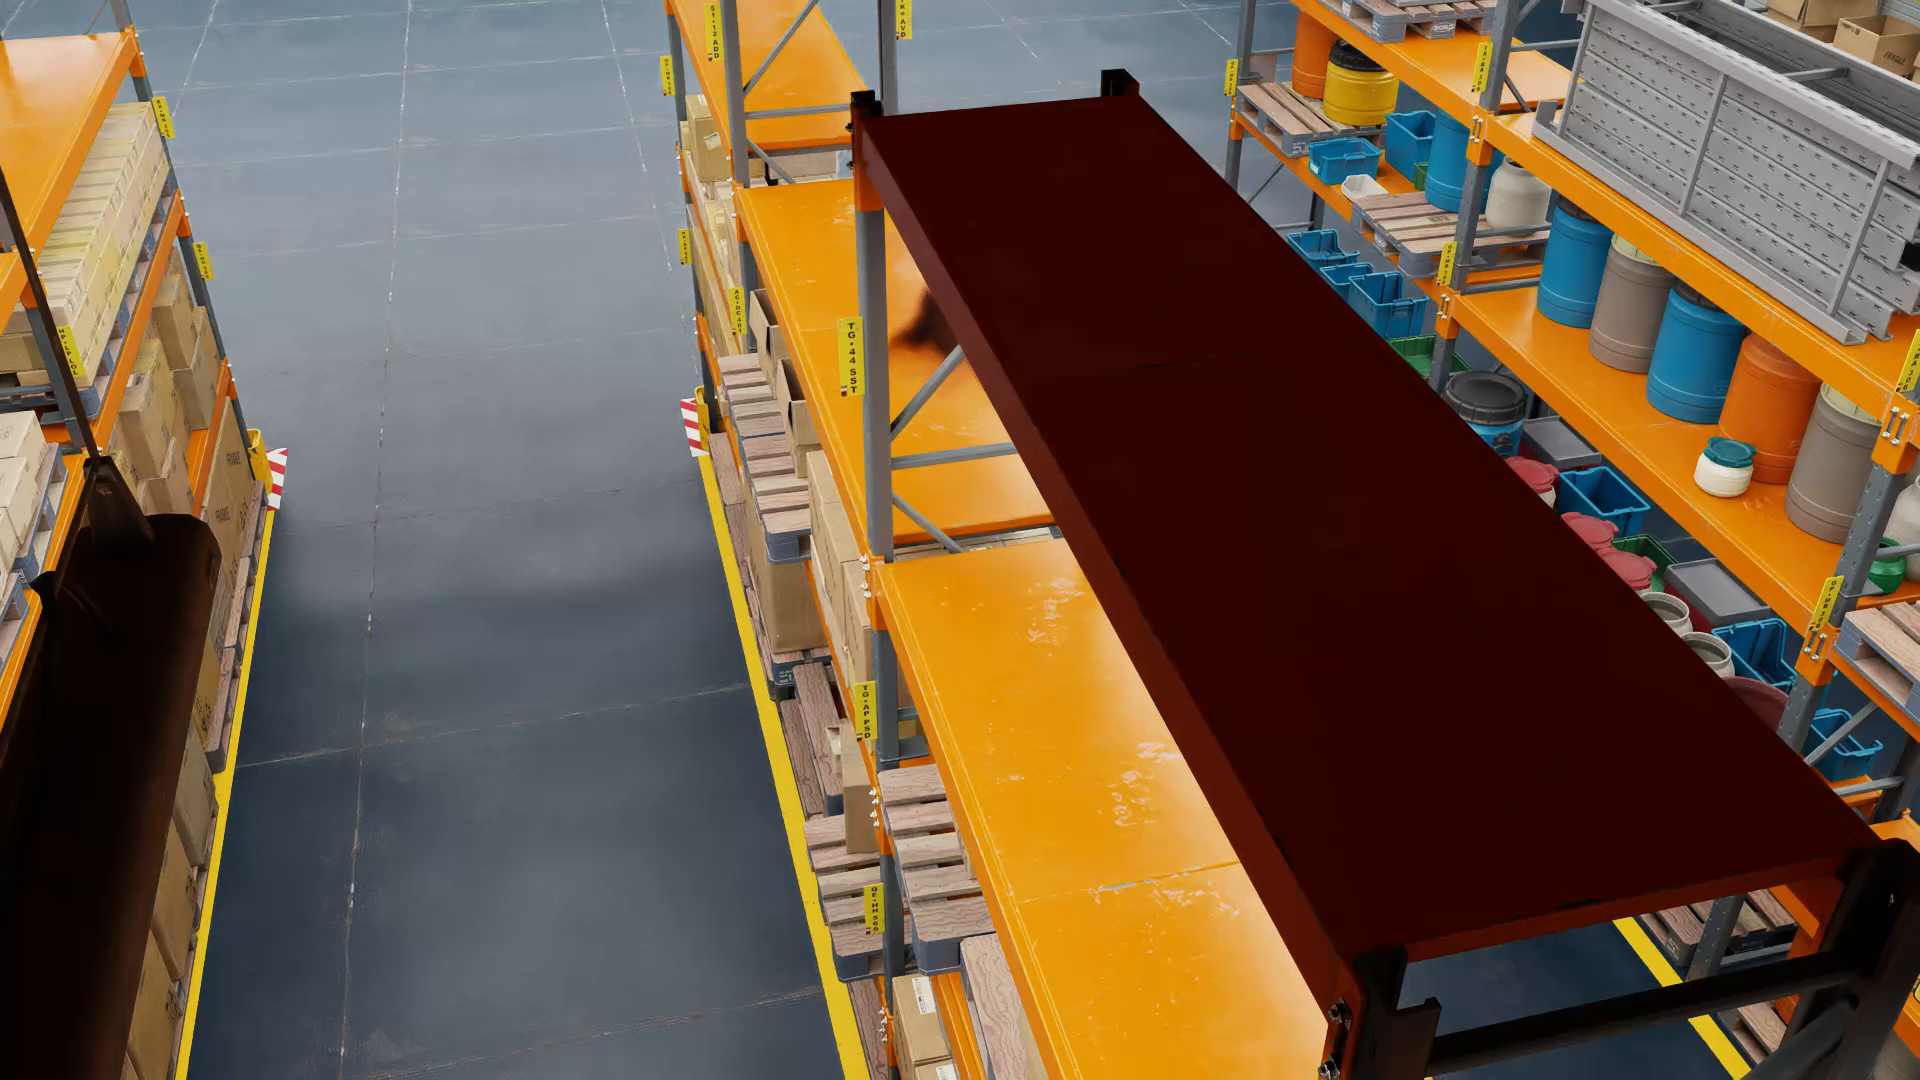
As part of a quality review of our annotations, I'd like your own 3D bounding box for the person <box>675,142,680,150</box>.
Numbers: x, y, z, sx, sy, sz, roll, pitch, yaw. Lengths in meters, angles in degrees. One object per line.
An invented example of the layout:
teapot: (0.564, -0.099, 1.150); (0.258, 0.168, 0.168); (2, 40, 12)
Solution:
person: (-2.689, -4.028, 18.420); (0.854, 1.849, 0.683); (5, 35, 7)
